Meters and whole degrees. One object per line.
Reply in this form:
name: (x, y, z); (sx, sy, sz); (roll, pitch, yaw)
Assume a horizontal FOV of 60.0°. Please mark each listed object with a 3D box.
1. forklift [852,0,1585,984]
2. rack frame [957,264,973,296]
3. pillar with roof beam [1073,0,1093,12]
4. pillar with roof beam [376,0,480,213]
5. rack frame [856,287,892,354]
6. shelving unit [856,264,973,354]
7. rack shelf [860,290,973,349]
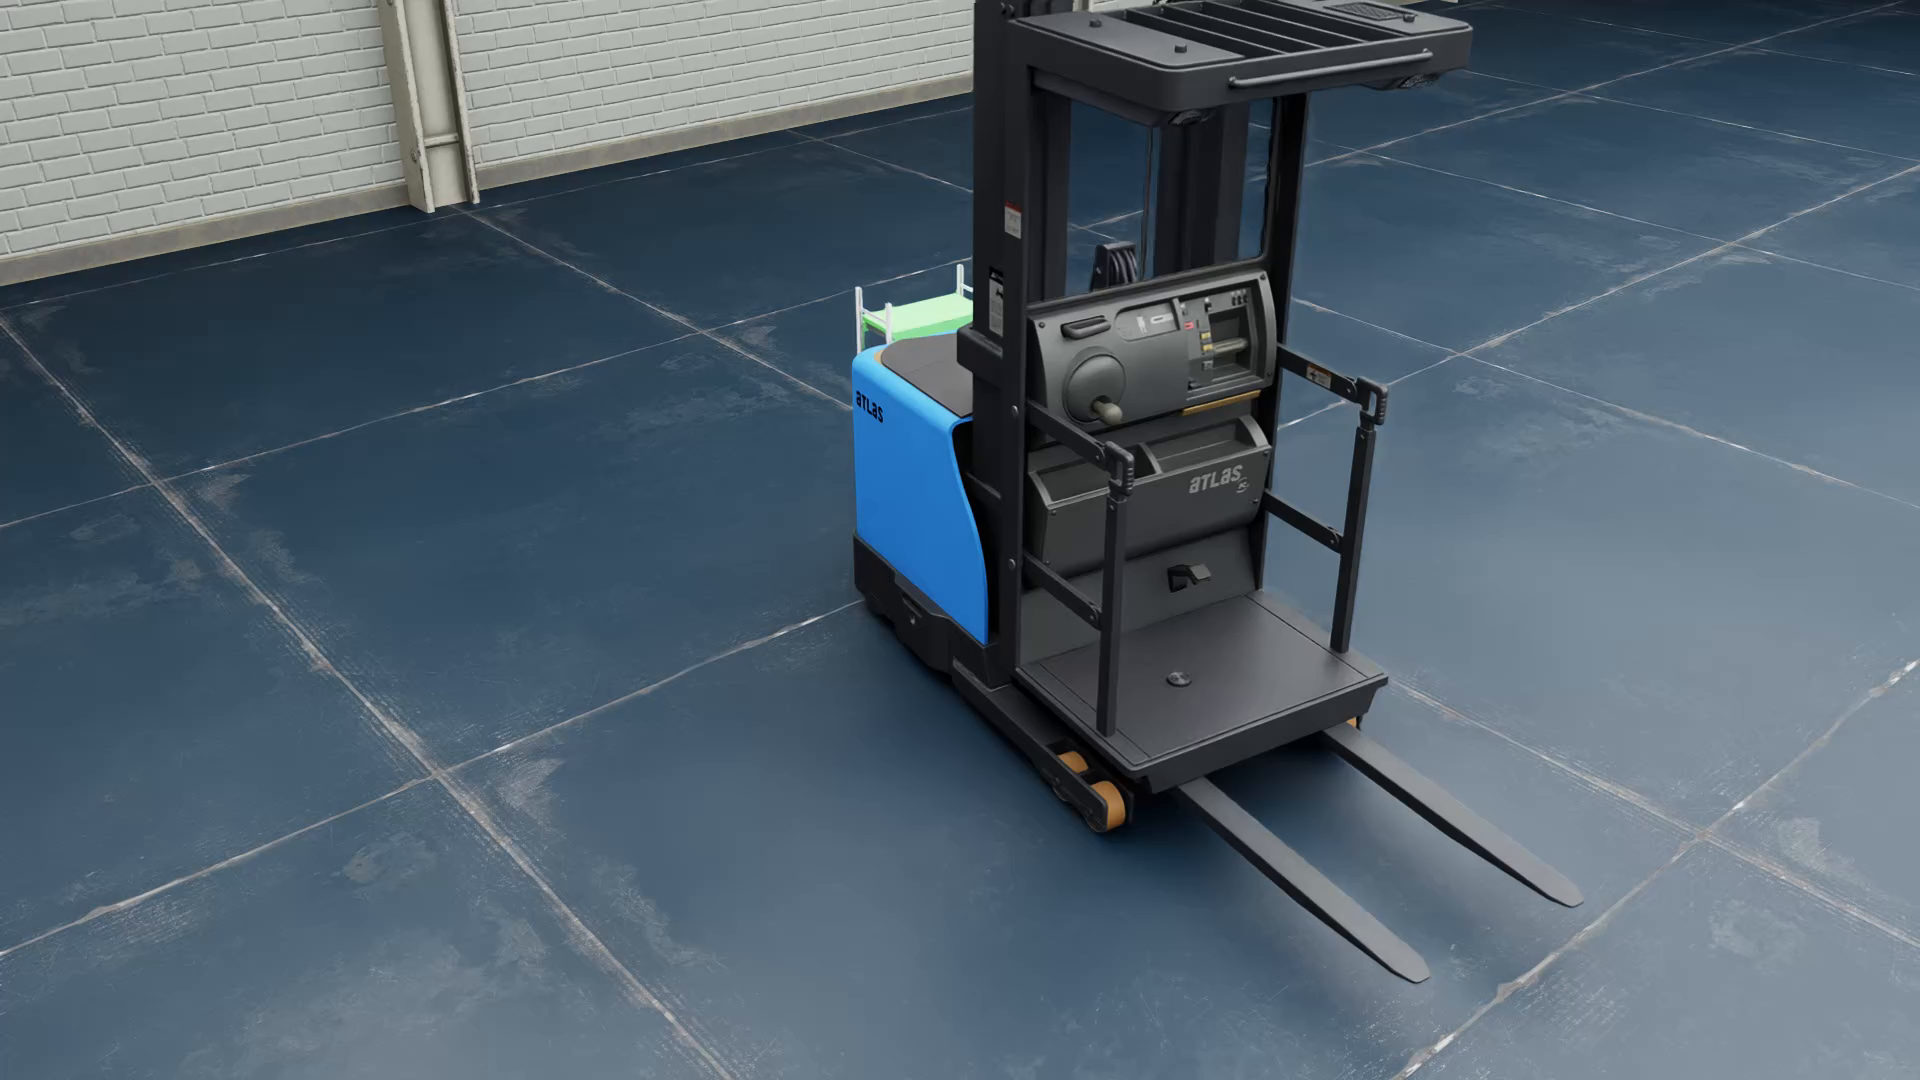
forklift: (0.755, -0.584, 5.233); (1.130, 2.935, 3.031); (-16, 32, -27)
rack frame: (0.063, -0.554, 7.014); (0.015, 1.200, 0.240); (-18, 33, -30)
pillar with roof beam: (3.736, -6.632, 10.112); (0.400, 9.000, 9.100); (-22, 35, -35)
pillar with roof beam: (-0.828, -4.796, 6.677); (0.400, 9.000, 9.100); (-22, 35, -35)
rack frame: (-0.338, -0.423, 6.769); (0.015, 1.200, 0.240); (-18, 33, -30)
shelving unit: (-0.137, -0.489, 6.892); (0.503, 1.200, 0.258); (-18, 33, -30)
rack shelf: (-0.137, -0.856, 6.696); (0.480, 0.148, 0.258); (-18, 33, -30)
